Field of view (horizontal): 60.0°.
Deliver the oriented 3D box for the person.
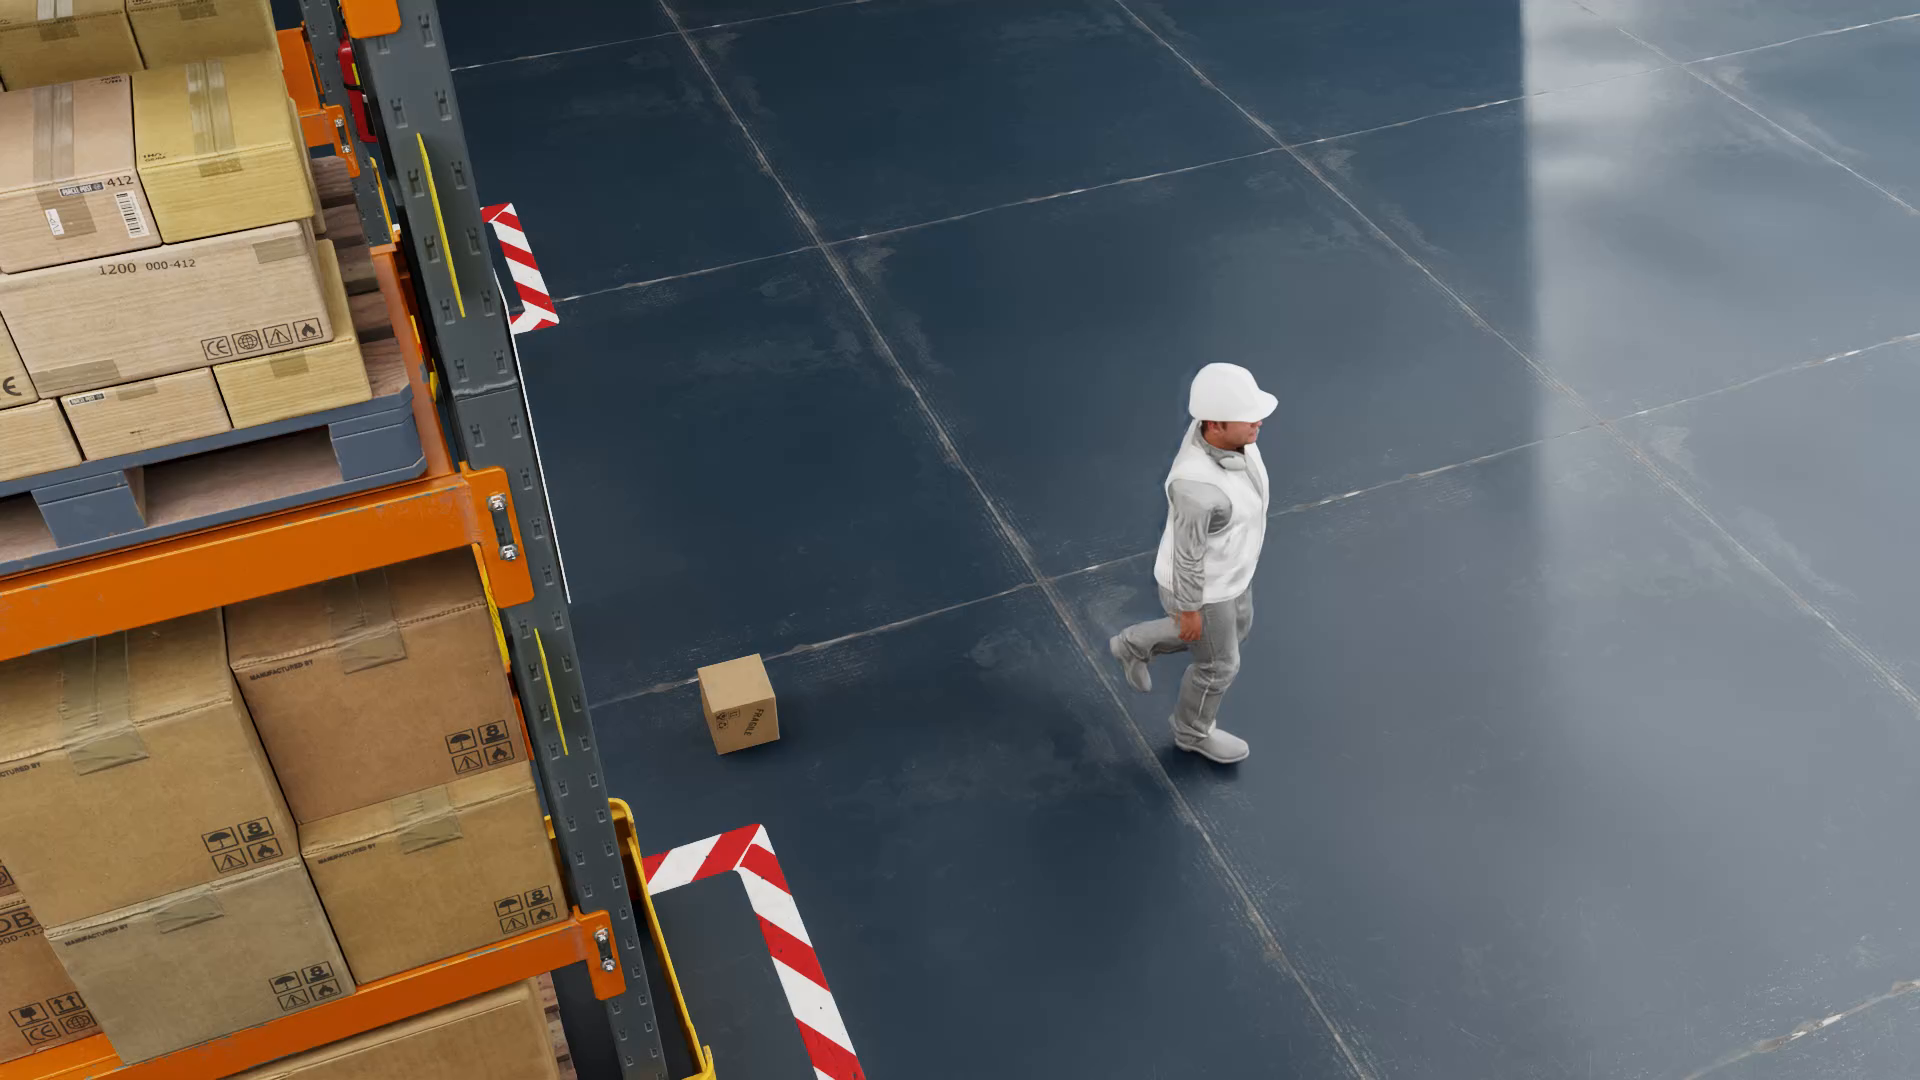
[{"bbox_3d":[0.850,0.085,6.015,0.625,1.763,0.553,13,43,15],"label":"person"}]
